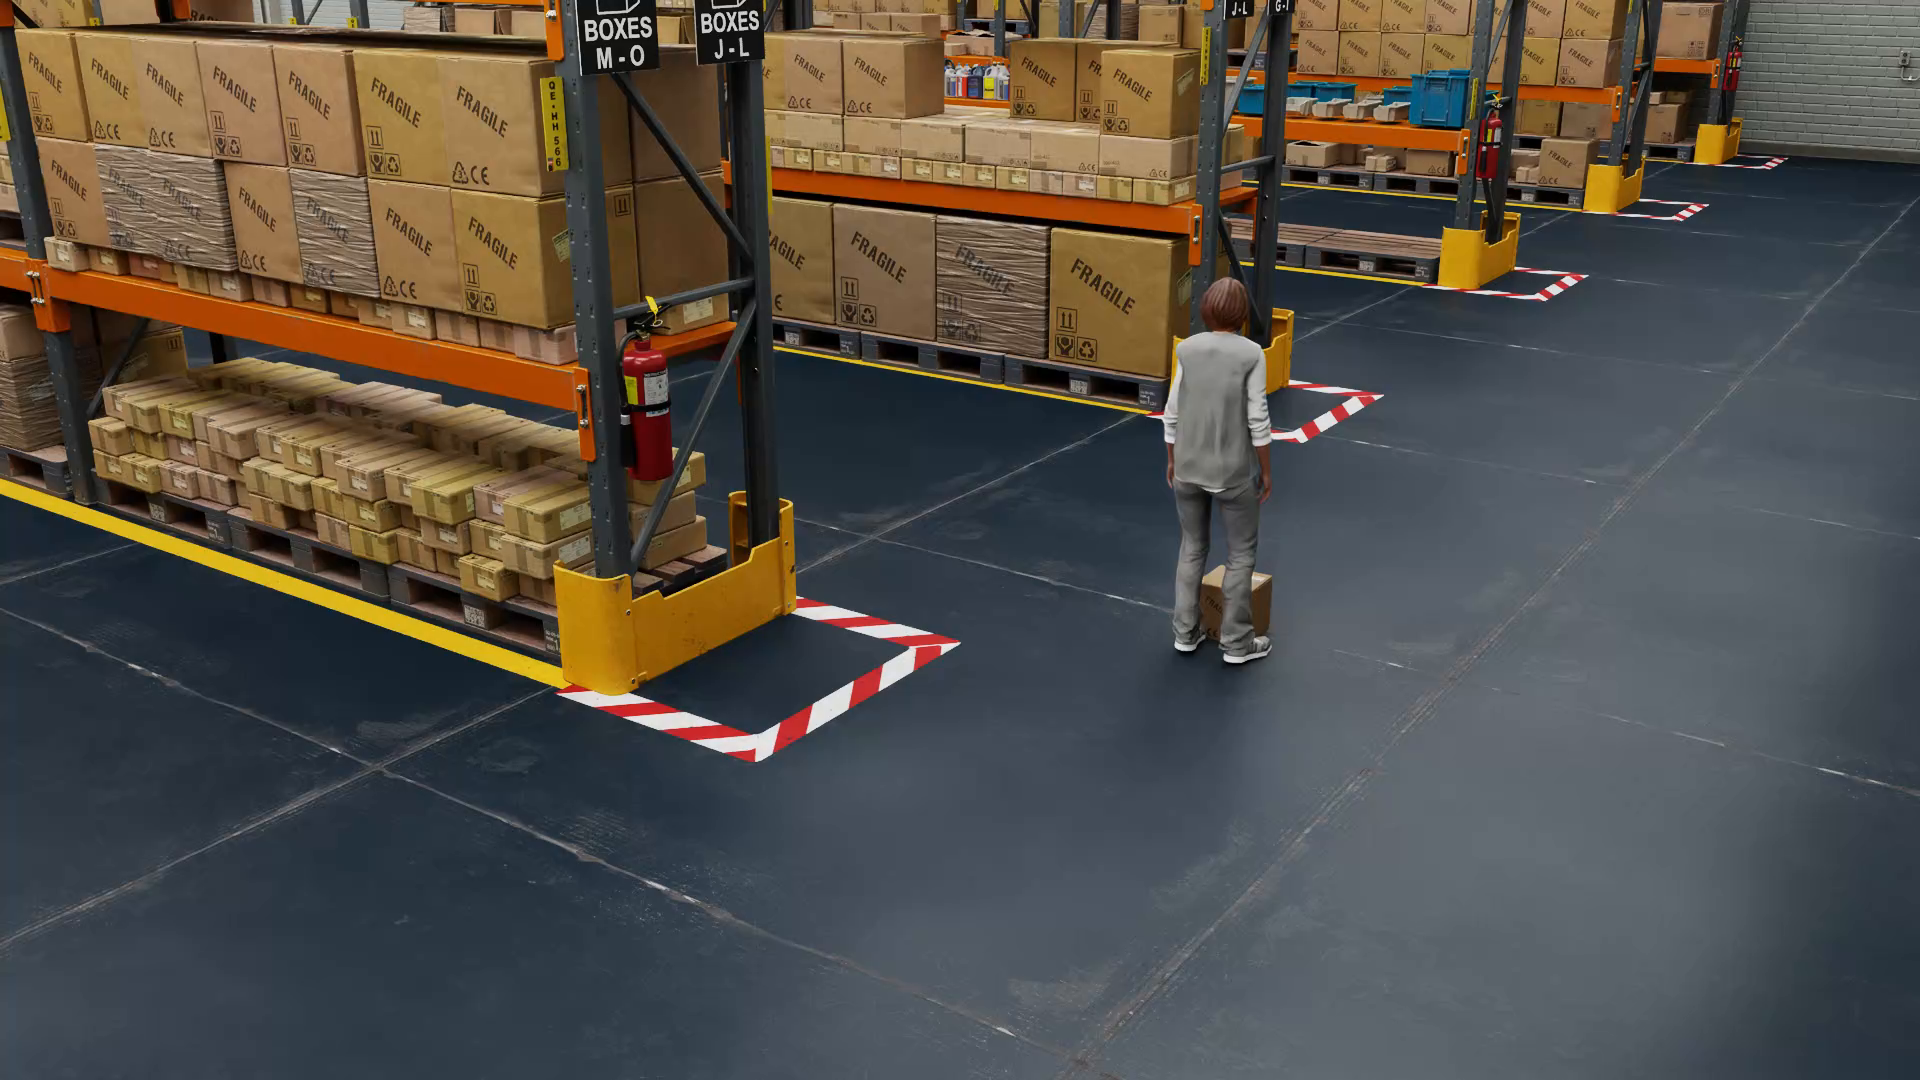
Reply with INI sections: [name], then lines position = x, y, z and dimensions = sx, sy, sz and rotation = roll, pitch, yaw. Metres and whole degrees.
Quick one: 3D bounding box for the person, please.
[person]
position = 1.060, -0.273, 6.839
dimensions = 0.482, 1.591, 0.348
rotation = 12, 23, 29
